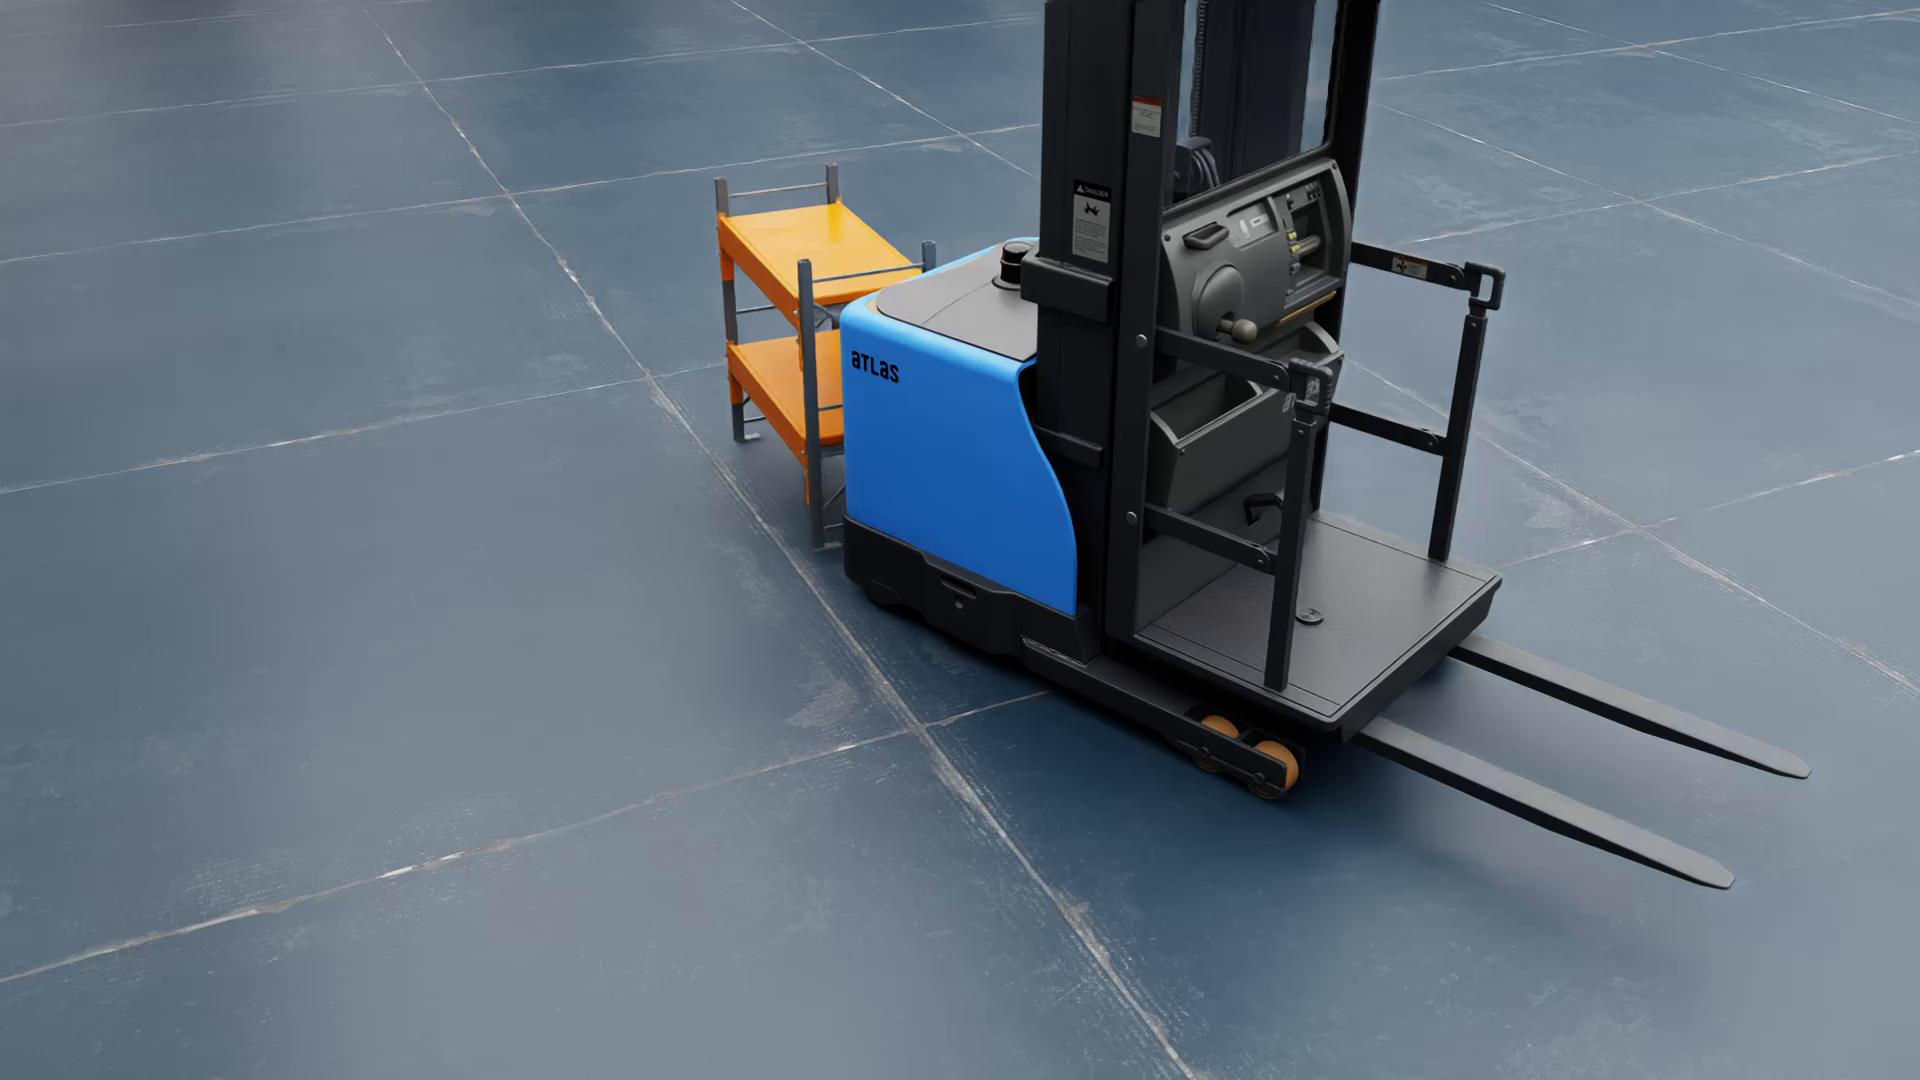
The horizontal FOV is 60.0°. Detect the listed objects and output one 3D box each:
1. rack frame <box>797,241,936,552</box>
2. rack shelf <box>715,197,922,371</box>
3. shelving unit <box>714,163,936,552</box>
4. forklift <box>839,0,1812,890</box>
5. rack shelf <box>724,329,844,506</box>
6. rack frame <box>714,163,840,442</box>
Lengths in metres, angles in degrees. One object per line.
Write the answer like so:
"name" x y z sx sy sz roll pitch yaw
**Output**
"rack frame" -0.318 -0.502 5.995 0.500 1.125 0.032 -12 31 -20
"rack shelf" -0.519 -0.986 6.259 0.538 0.278 1.000 -12 31 -20
"shelving unit" -0.519 -0.730 6.402 0.538 1.125 1.048 -12 31 -20
"forklift" 1.029 -0.810 4.697 3.031 2.935 1.130 23 37 35
"rack shelf" -0.519 -0.517 6.522 0.538 0.278 1.000 -12 31 -20
"rack frame" -0.720 -0.959 6.810 0.500 1.125 0.032 -12 31 -20
